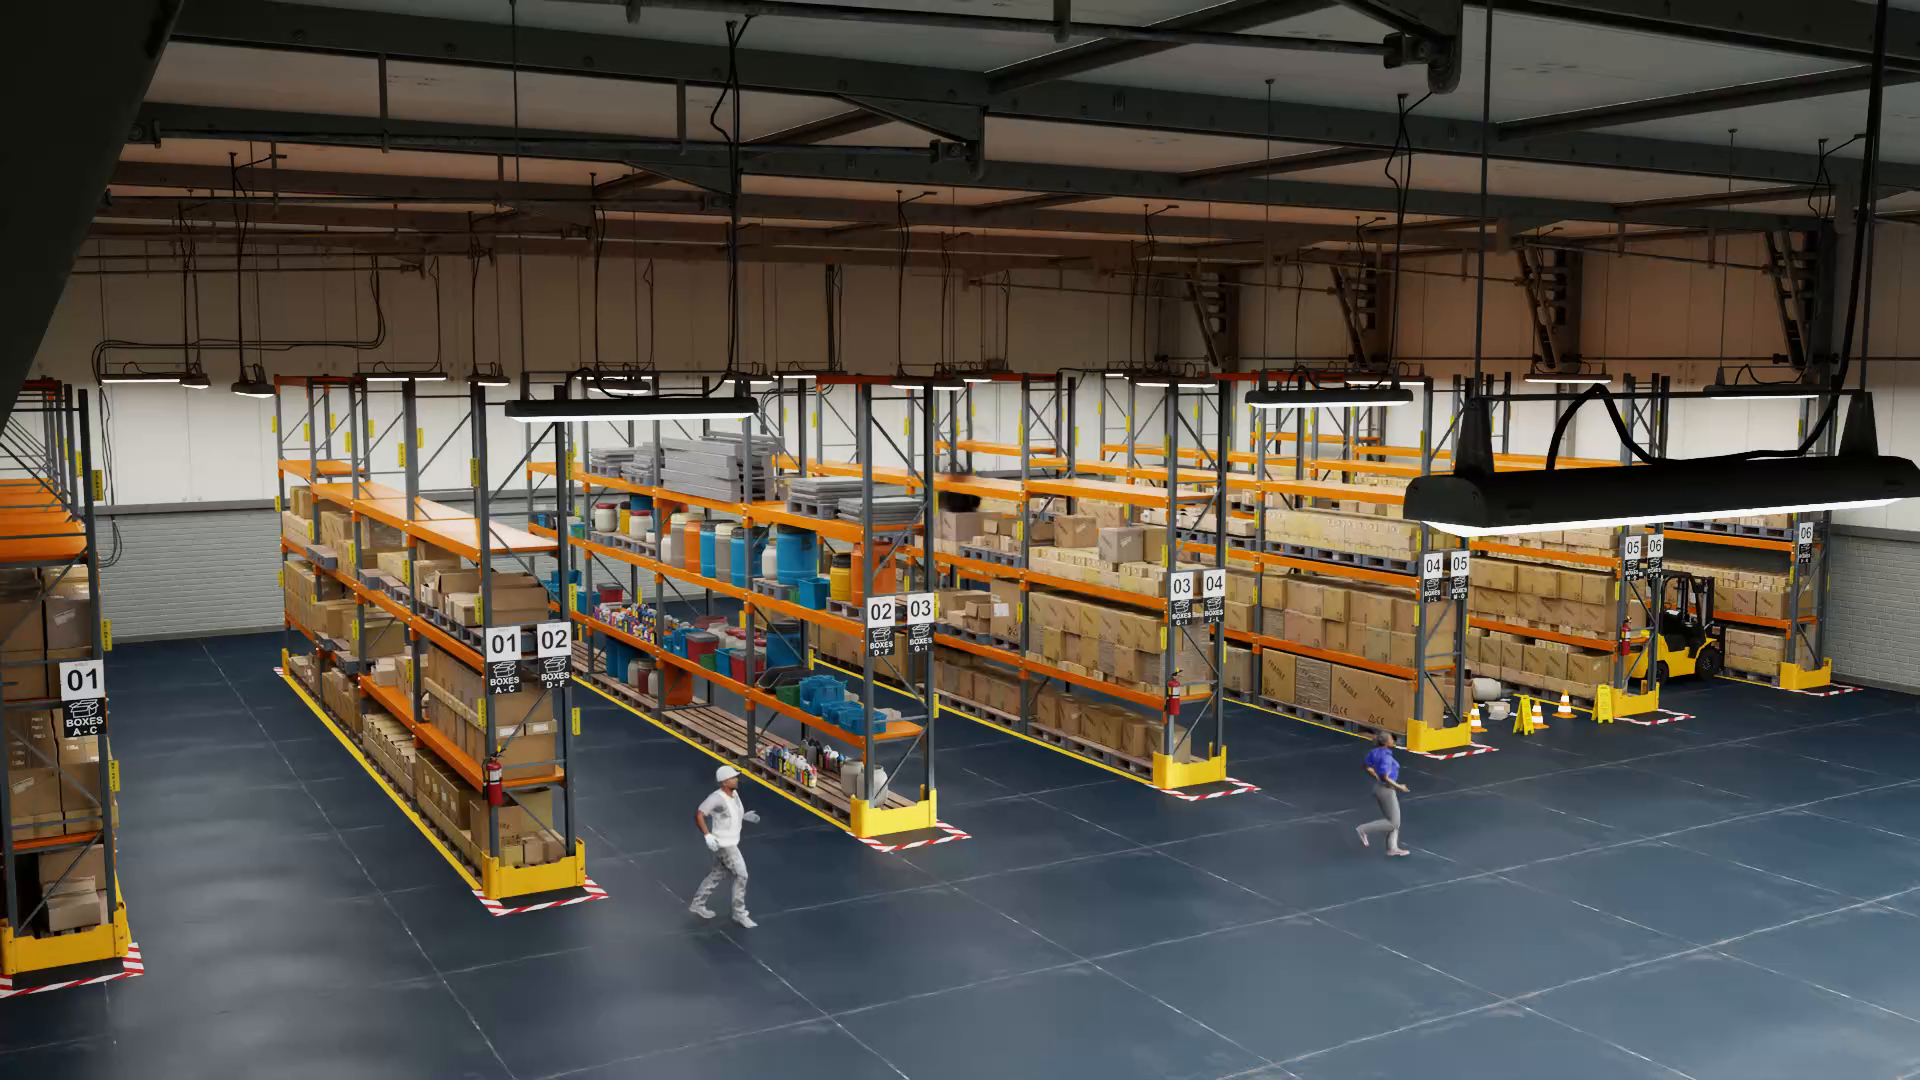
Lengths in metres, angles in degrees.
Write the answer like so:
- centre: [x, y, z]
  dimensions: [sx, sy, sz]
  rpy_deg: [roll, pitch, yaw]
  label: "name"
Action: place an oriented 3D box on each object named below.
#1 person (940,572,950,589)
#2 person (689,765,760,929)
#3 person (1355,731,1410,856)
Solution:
- centre: [-0.363, 0.864, 42.258]
  dimensions: [0.724, 1.801, 0.704]
  rpy_deg: [2, 7, 21]
  label: "person"
- centre: [-2.646, 3.417, 18.597]
  dimensions: [0.810, 1.833, 0.662]
  rpy_deg: [0, 6, 0]
  label: "person"
- centre: [5.360, 3.221, 21.126]
  dimensions: [0.737, 1.619, 0.577]
  rpy_deg: [-1, 6, -7]
  label: "person"
